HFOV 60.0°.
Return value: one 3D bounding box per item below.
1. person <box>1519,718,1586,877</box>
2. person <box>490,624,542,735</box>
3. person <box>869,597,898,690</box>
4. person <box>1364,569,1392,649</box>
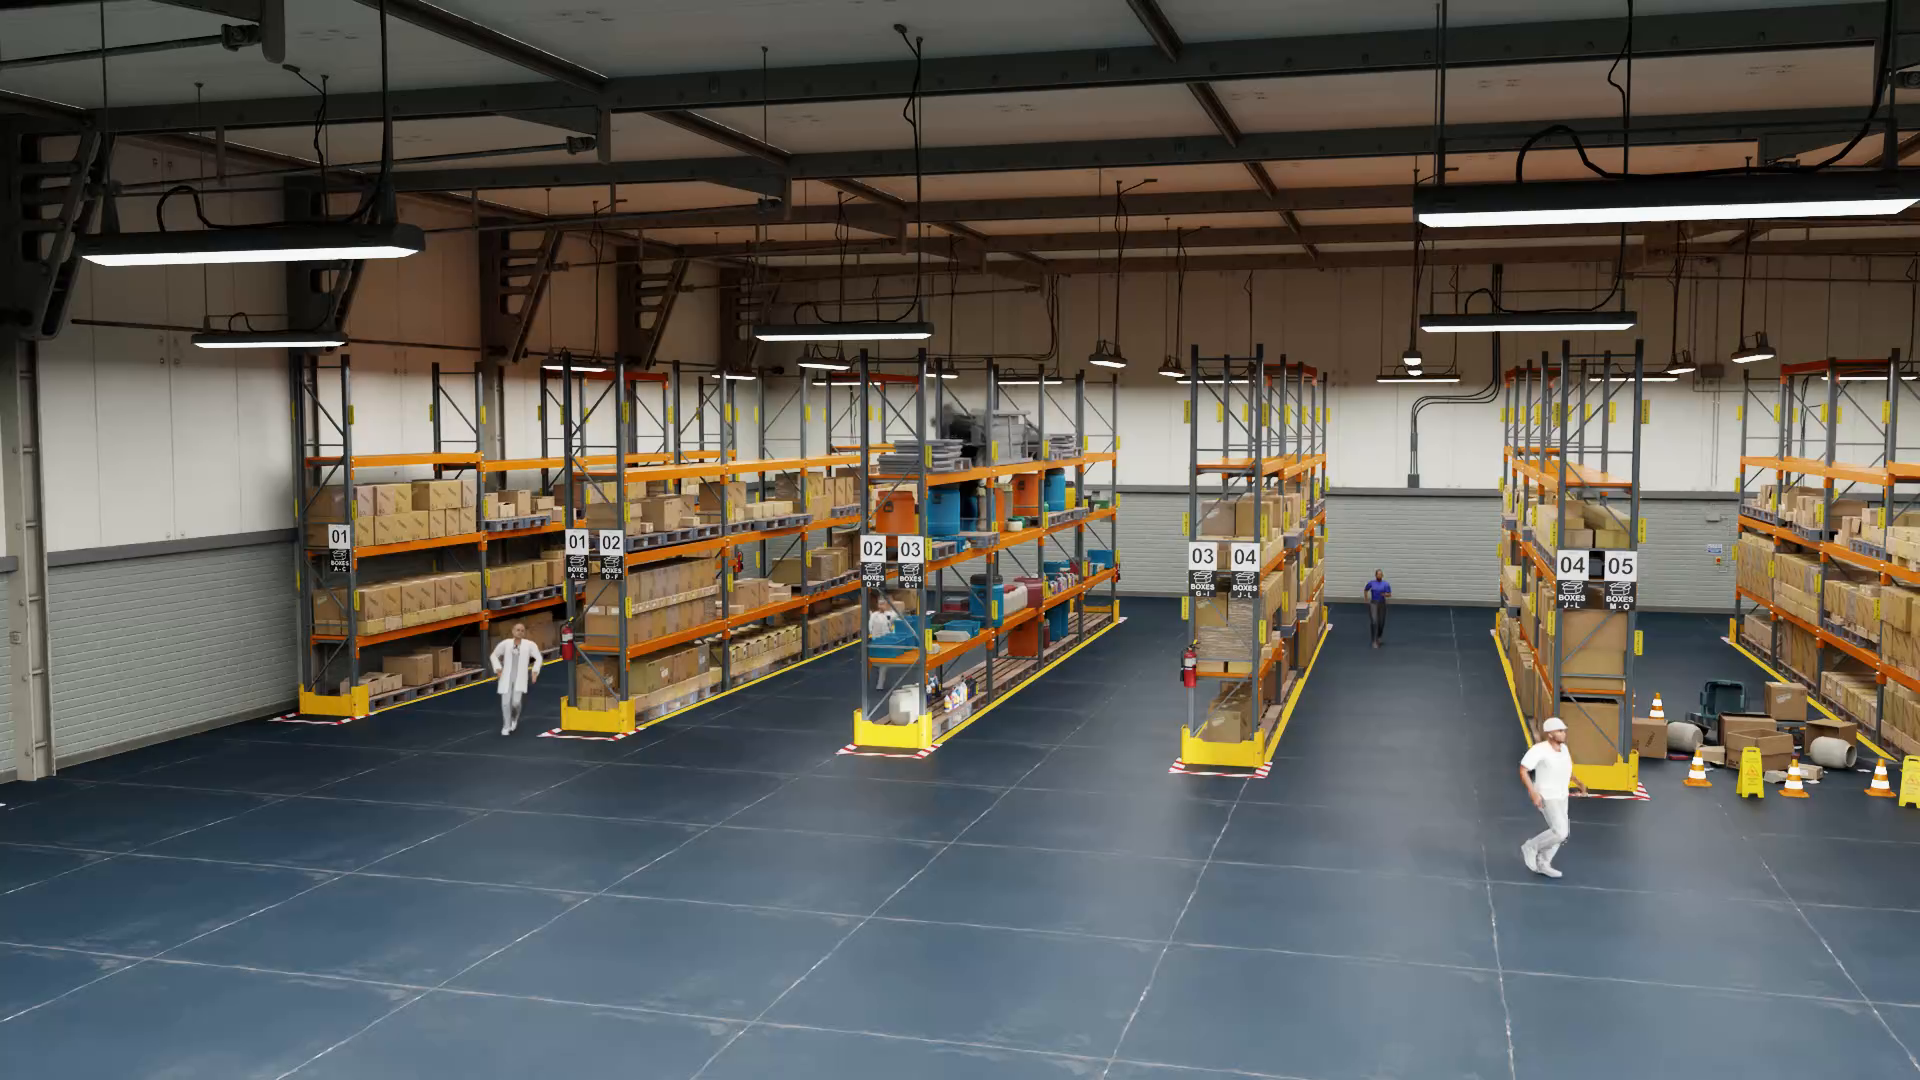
[{"bbox_3d":[6.439,2.786,18.042,0.712,1.730,0.575,-3,5,-38],"label":"person"},{"bbox_3d":[-6.978,2.216,26.136,0.787,1.674,0.556,-1,4,-10],"label":"person"},{"bbox_3d":[-1.417,1.867,30.499,0.618,1.669,0.835,0,4,6],"label":"person"},{"bbox_3d":[9.029,1.469,35.923,0.561,1.688,0.867,1,4,8],"label":"person"}]
